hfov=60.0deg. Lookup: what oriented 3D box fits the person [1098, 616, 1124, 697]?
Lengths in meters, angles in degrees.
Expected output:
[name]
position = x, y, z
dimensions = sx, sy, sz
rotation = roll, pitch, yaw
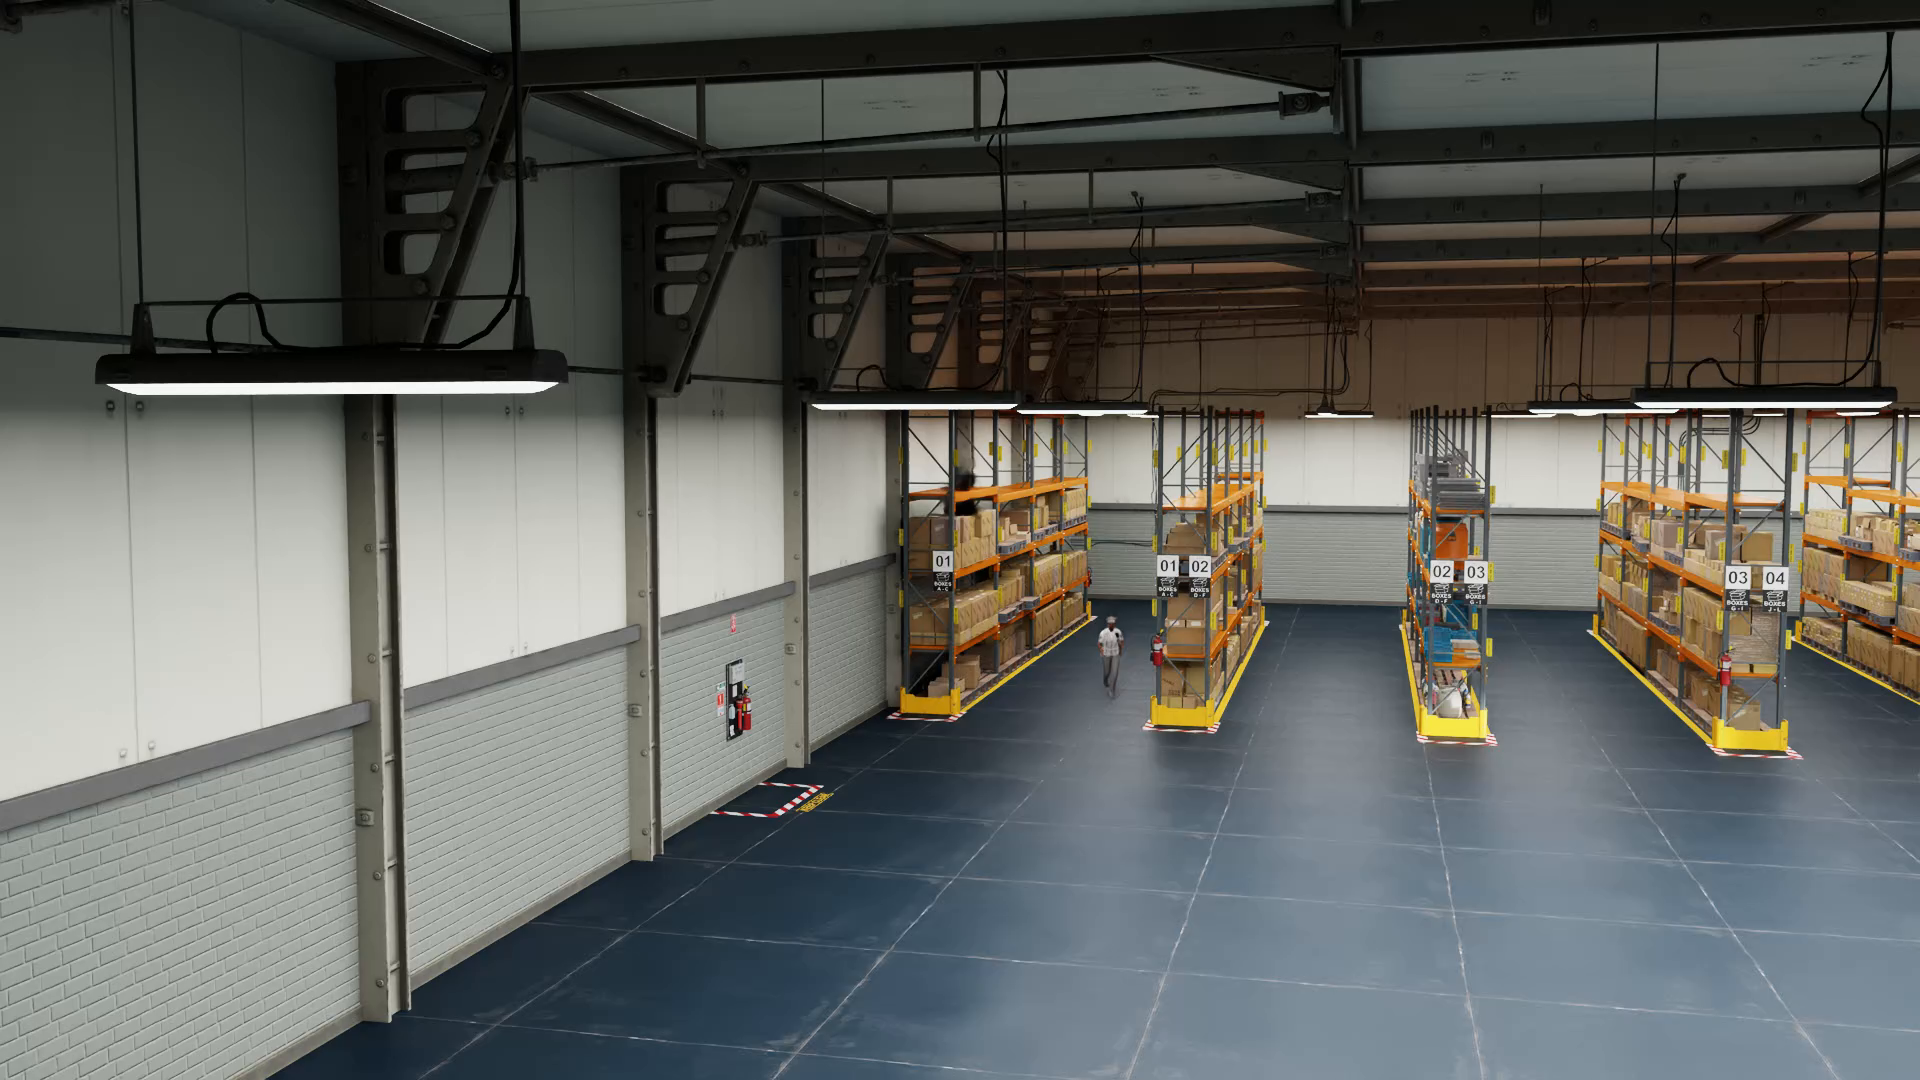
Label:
[person]
position = 3.158, 2.409, 34.791
dimensions = 0.565, 1.669, 0.761
rotation = 0, 4, -1
